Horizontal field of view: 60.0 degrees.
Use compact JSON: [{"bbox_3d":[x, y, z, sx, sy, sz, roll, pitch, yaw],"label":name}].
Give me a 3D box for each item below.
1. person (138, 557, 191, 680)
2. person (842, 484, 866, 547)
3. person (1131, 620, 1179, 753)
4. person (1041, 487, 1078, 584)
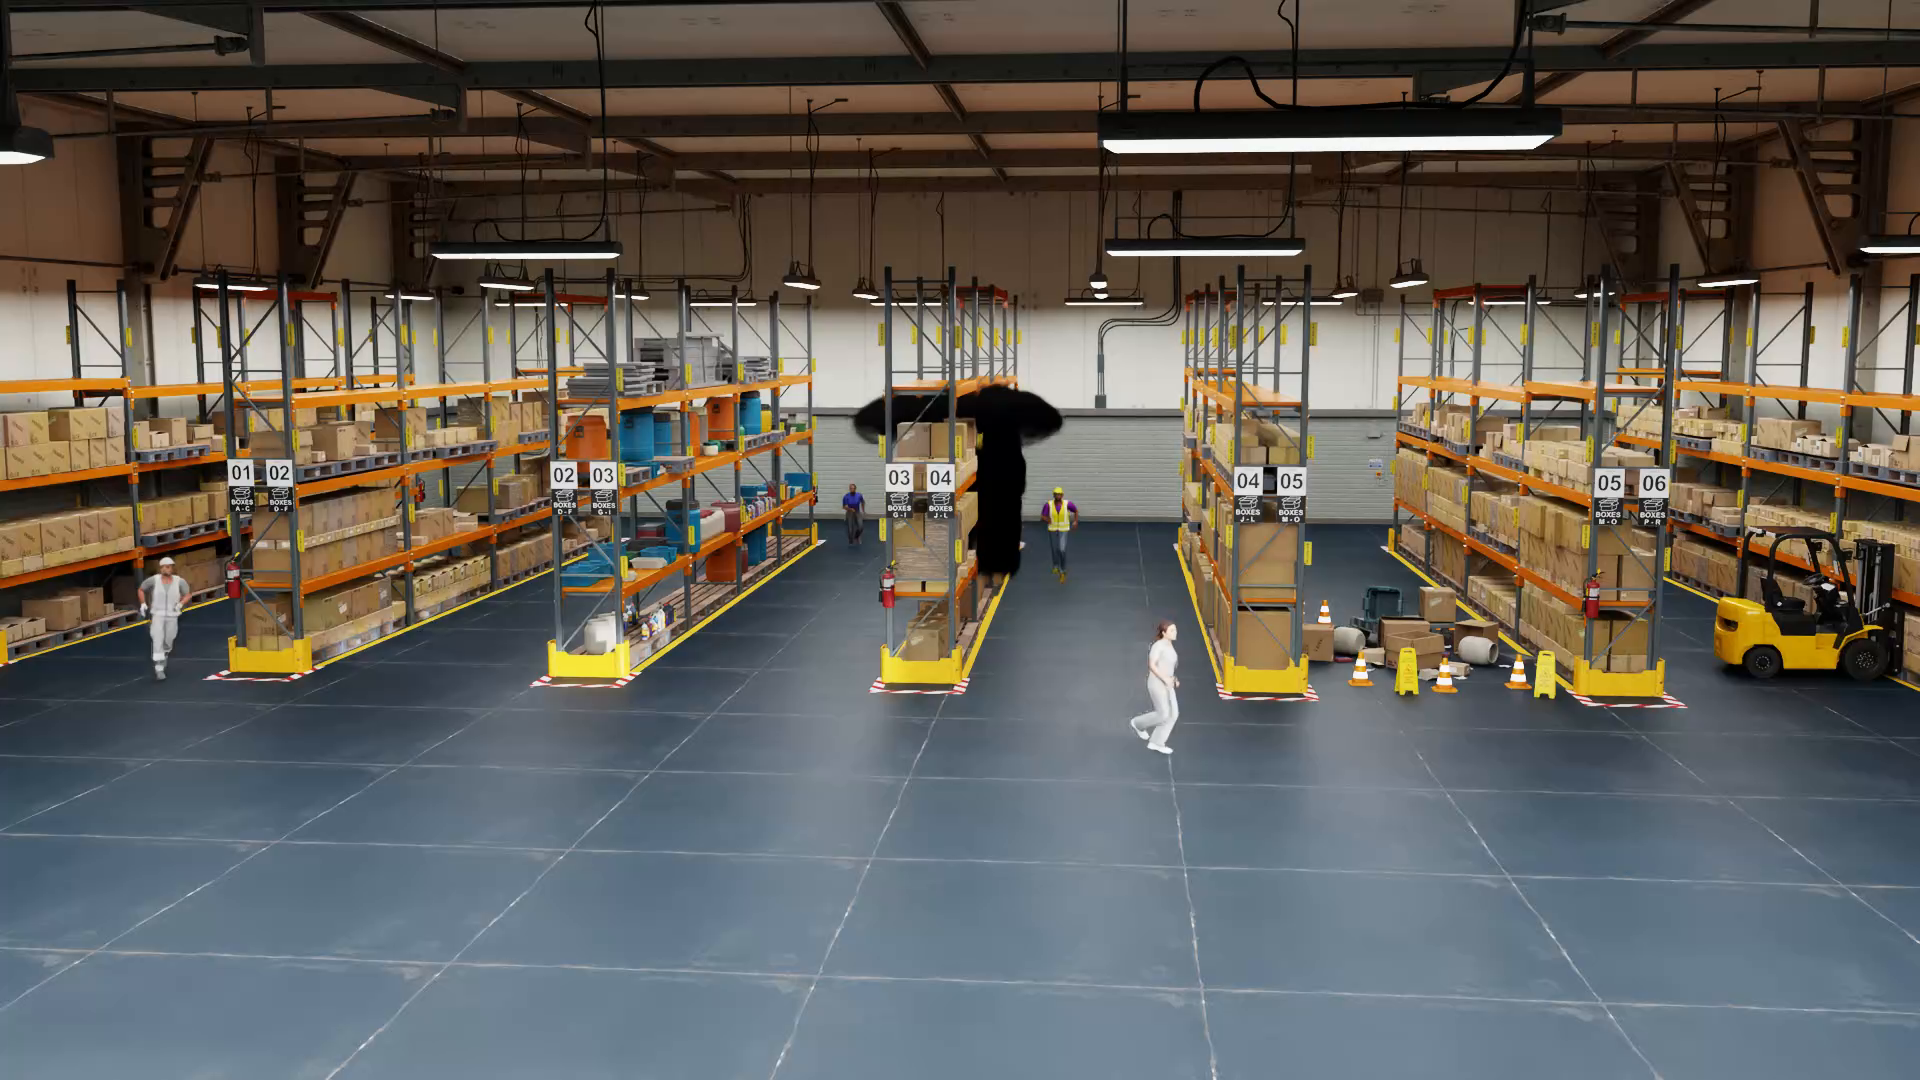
[{"bbox_3d":[-11.770,1.123,24.645,0.701,1.757,1.016,-4,8,-30],"label":"person"},{"bbox_3d":[-2.531,-0.587,39.759,0.574,1.546,0.791,-1,7,-9],"label":"person"},{"bbox_3d":[2.356,1.762,20.245,0.627,1.622,0.552,5,9,37],"label":"person"},{"bbox_3d":[1.963,-0.105,32.980,0.717,1.902,0.738,1,7,10],"label":"person"}]
